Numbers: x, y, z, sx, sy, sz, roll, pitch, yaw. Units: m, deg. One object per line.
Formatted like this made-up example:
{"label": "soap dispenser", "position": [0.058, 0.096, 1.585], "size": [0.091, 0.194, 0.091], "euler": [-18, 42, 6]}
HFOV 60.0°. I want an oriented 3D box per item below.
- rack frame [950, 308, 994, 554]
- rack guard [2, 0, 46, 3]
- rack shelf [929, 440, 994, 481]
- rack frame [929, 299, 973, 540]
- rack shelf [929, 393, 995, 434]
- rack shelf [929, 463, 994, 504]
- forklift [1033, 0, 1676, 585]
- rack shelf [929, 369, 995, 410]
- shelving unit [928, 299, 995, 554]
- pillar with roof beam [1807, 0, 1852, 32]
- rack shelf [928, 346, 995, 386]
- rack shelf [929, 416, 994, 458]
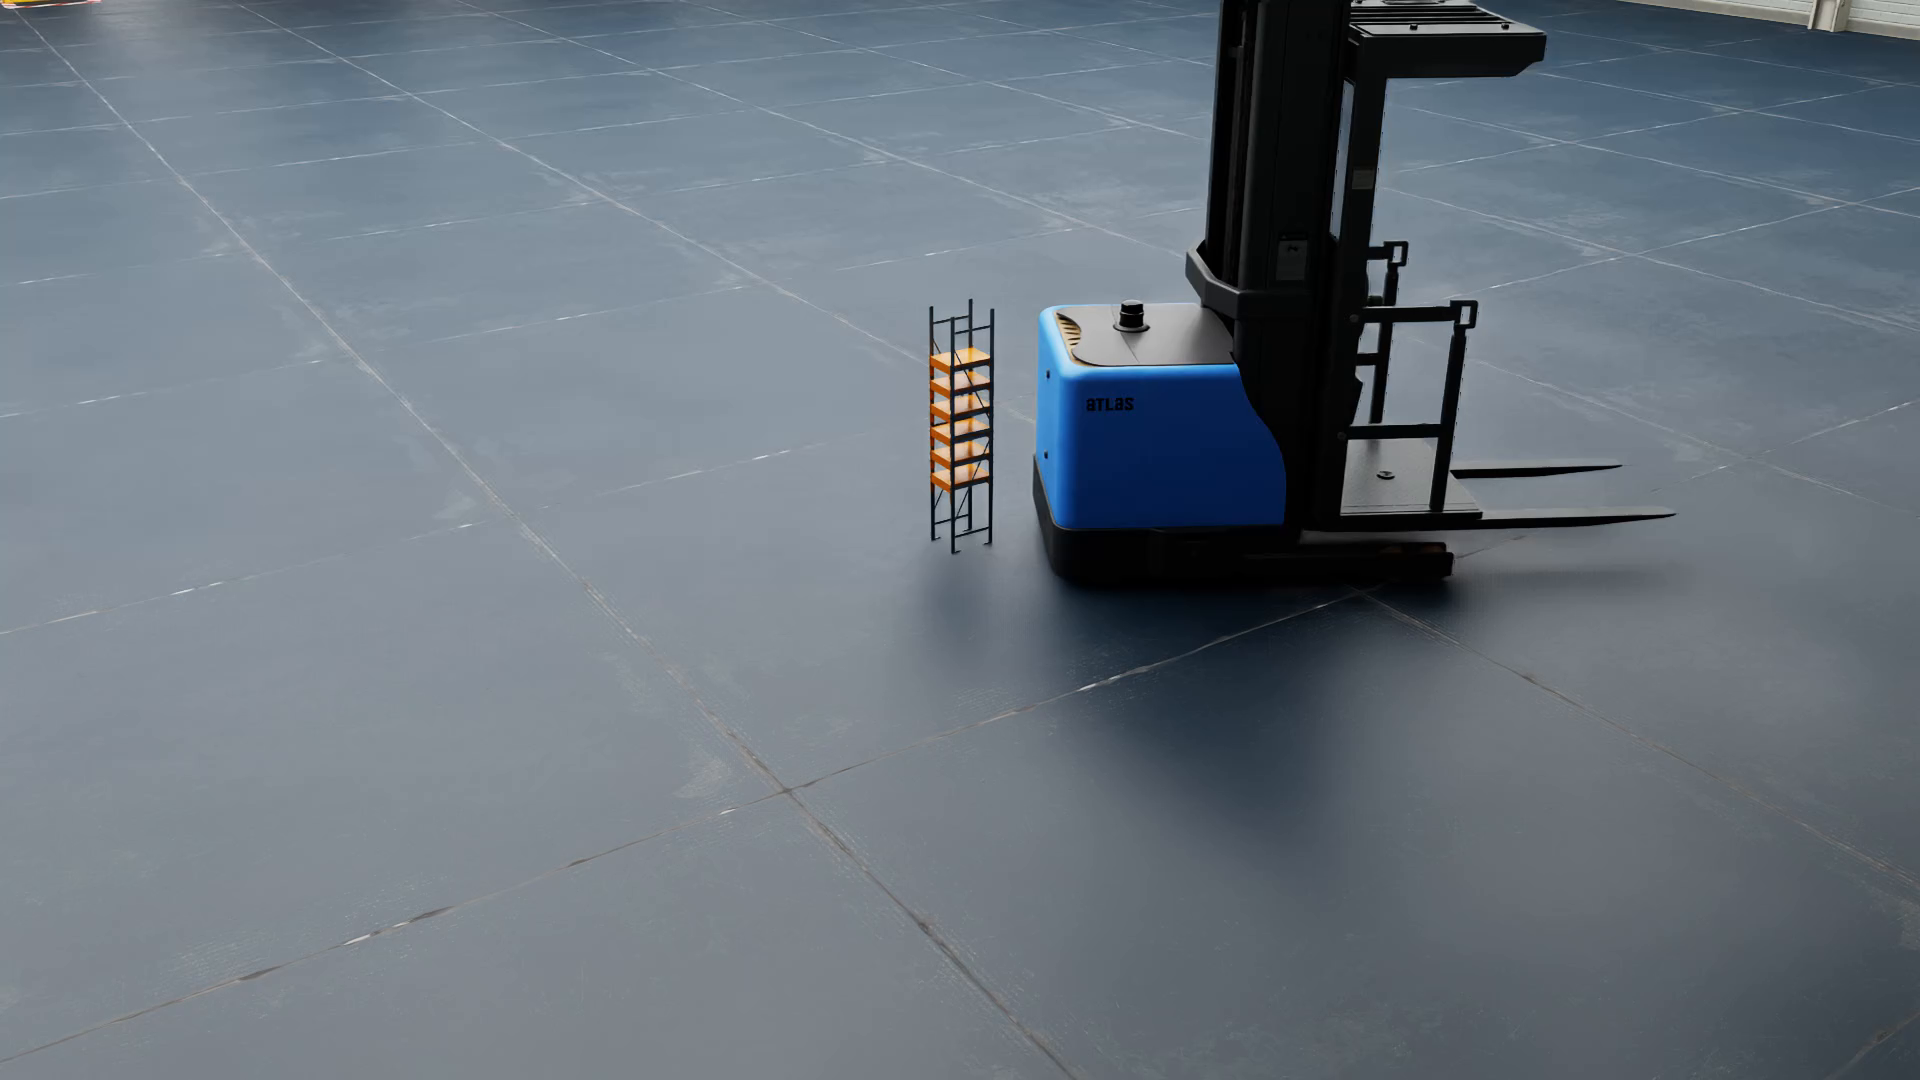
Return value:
{"label": "rack frame", "position": [0.058, -0.505, 7.914], "size": [0.240, 1.200, 0.006], "euler": [-16, 29, -30]}
{"label": "rack guard", "position": [-14.596, -8.844, 26.398], "size": [1.175, 0.500, 0.348], "euler": [-16, 29, -30]}
{"label": "rack shelf", "position": [0.008, -0.389, 8.053], "size": [0.258, 0.103, 0.180], "euler": [-16, 29, -30]}
{"label": "rack frame", "position": [-0.042, -0.570, 8.052], "size": [0.240, 1.200, 0.006], "euler": [-16, 29, -30]}
{"label": "rack shelf", "position": [0.008, -0.606, 7.951], "size": [0.258, 0.103, 0.180], "euler": [-16, 29, -30]}
{"label": "rack shelf", "position": [0.008, -0.280, 8.104], "size": [0.258, 0.103, 0.180], "euler": [-16, 29, -30]}
{"label": "forklift", "position": [1.914, -1.349, 7.674], "size": [3.031, 2.935, 1.130], "euler": [-2, 25, -3]}
{"label": "rack shelf", "position": [0.008, -0.714, 7.899], "size": [0.258, 0.103, 0.180], "euler": [-16, 29, -30]}
{"label": "shelving unit", "position": [0.008, -0.537, 7.983], "size": [0.258, 1.200, 0.189], "euler": [-16, 29, -30]}
{"label": "pillar with roof beam", "position": [8.689, -10.310, 19.549], "size": [9.100, 9.000, 0.400], "euler": [-16, 29, -30]}
{"label": "rack shelf", "position": [0.008, -0.823, 7.848], "size": [0.258, 0.103, 0.180], "euler": [-16, 29, -30]}
{"label": "rack shelf", "position": [0.008, -0.497, 8.002], "size": [0.258, 0.103, 0.180], "euler": [-16, 29, -30]}
